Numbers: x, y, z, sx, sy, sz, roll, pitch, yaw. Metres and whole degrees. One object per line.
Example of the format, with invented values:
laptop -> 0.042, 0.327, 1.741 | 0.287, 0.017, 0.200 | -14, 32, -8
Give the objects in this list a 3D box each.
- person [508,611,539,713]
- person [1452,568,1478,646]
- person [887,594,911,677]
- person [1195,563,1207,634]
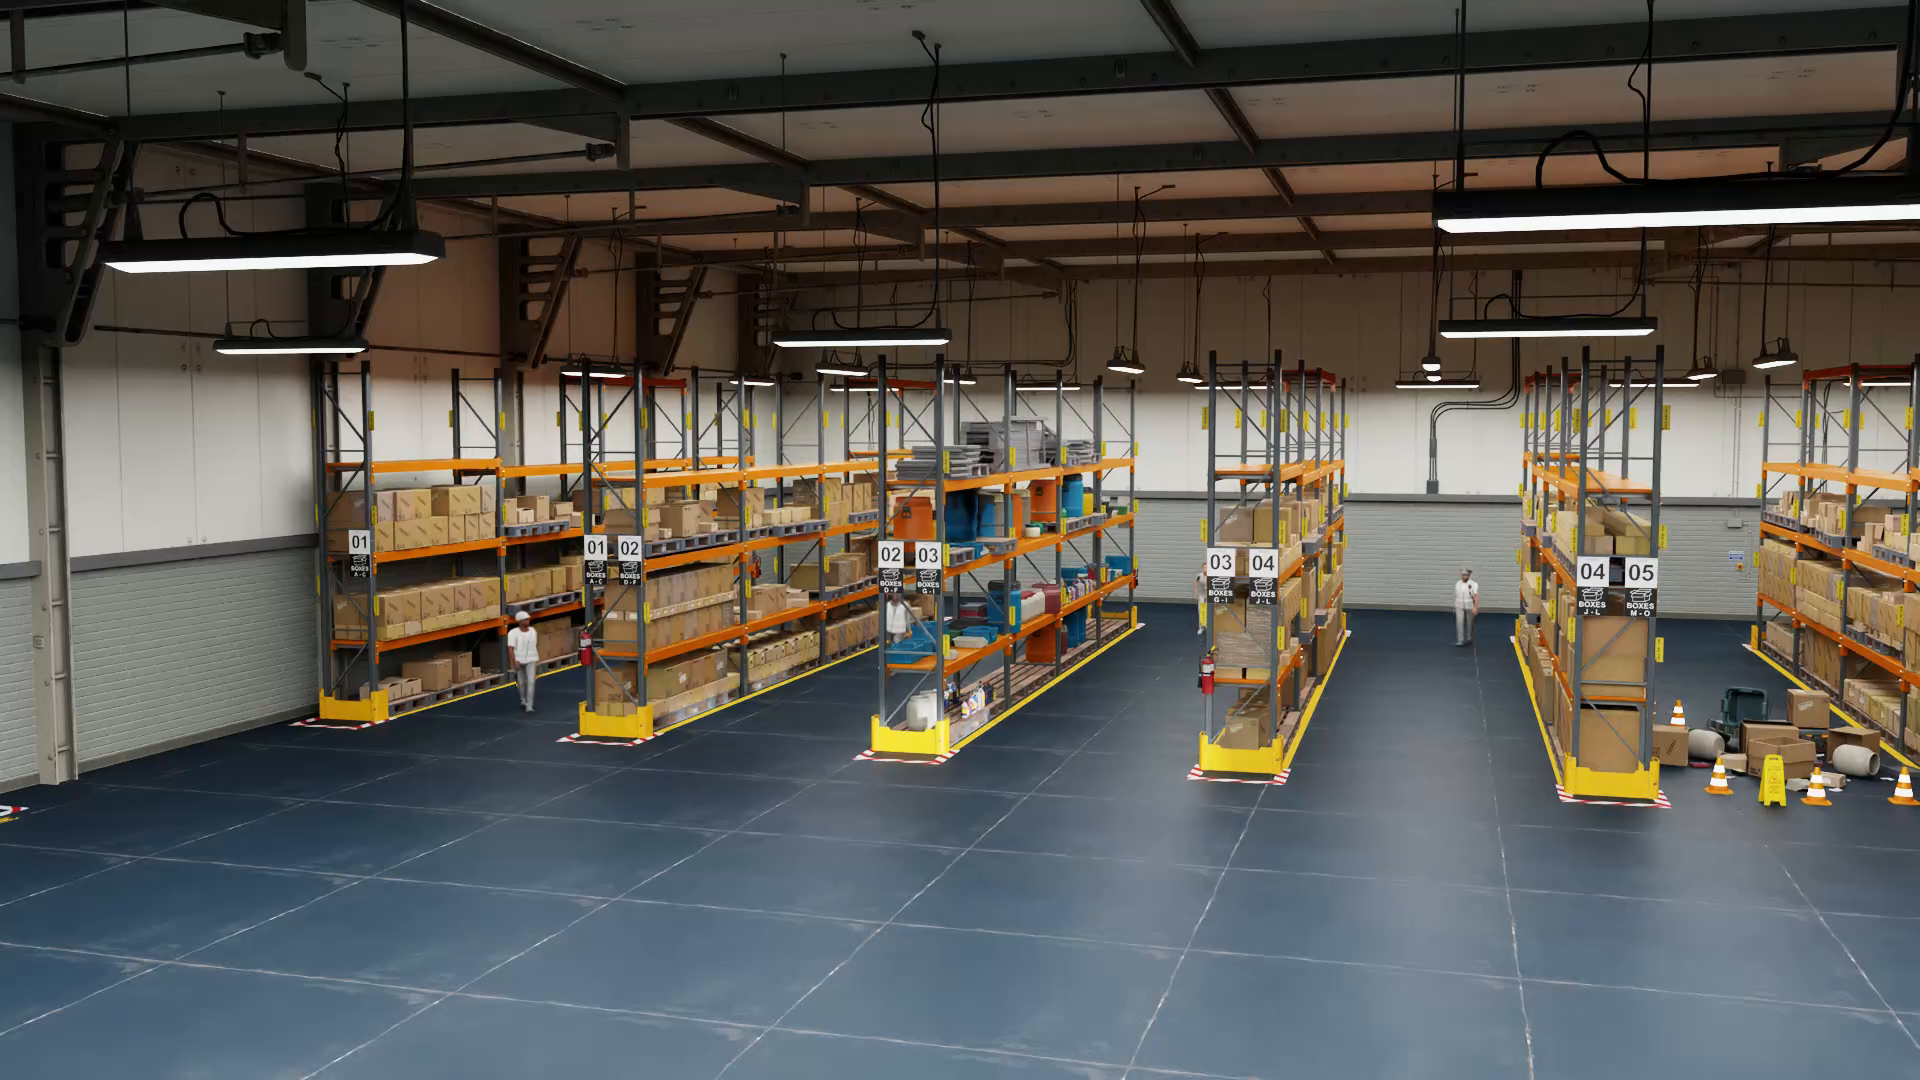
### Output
person -> -7.523, 2.095, 28.663 | 0.506, 1.728, 1.010 | -1, 4, -9
person -> 11.273, 1.480, 37.119 | 0.555, 1.716, 0.972 | 1, 4, 19
person -> -1.277, 1.772, 32.810 | 0.536, 1.672, 0.877 | 2, 5, 26
person -> 5.787, 1.353, 39.068 | 0.584, 1.643, 0.922 | 1, 4, 14
